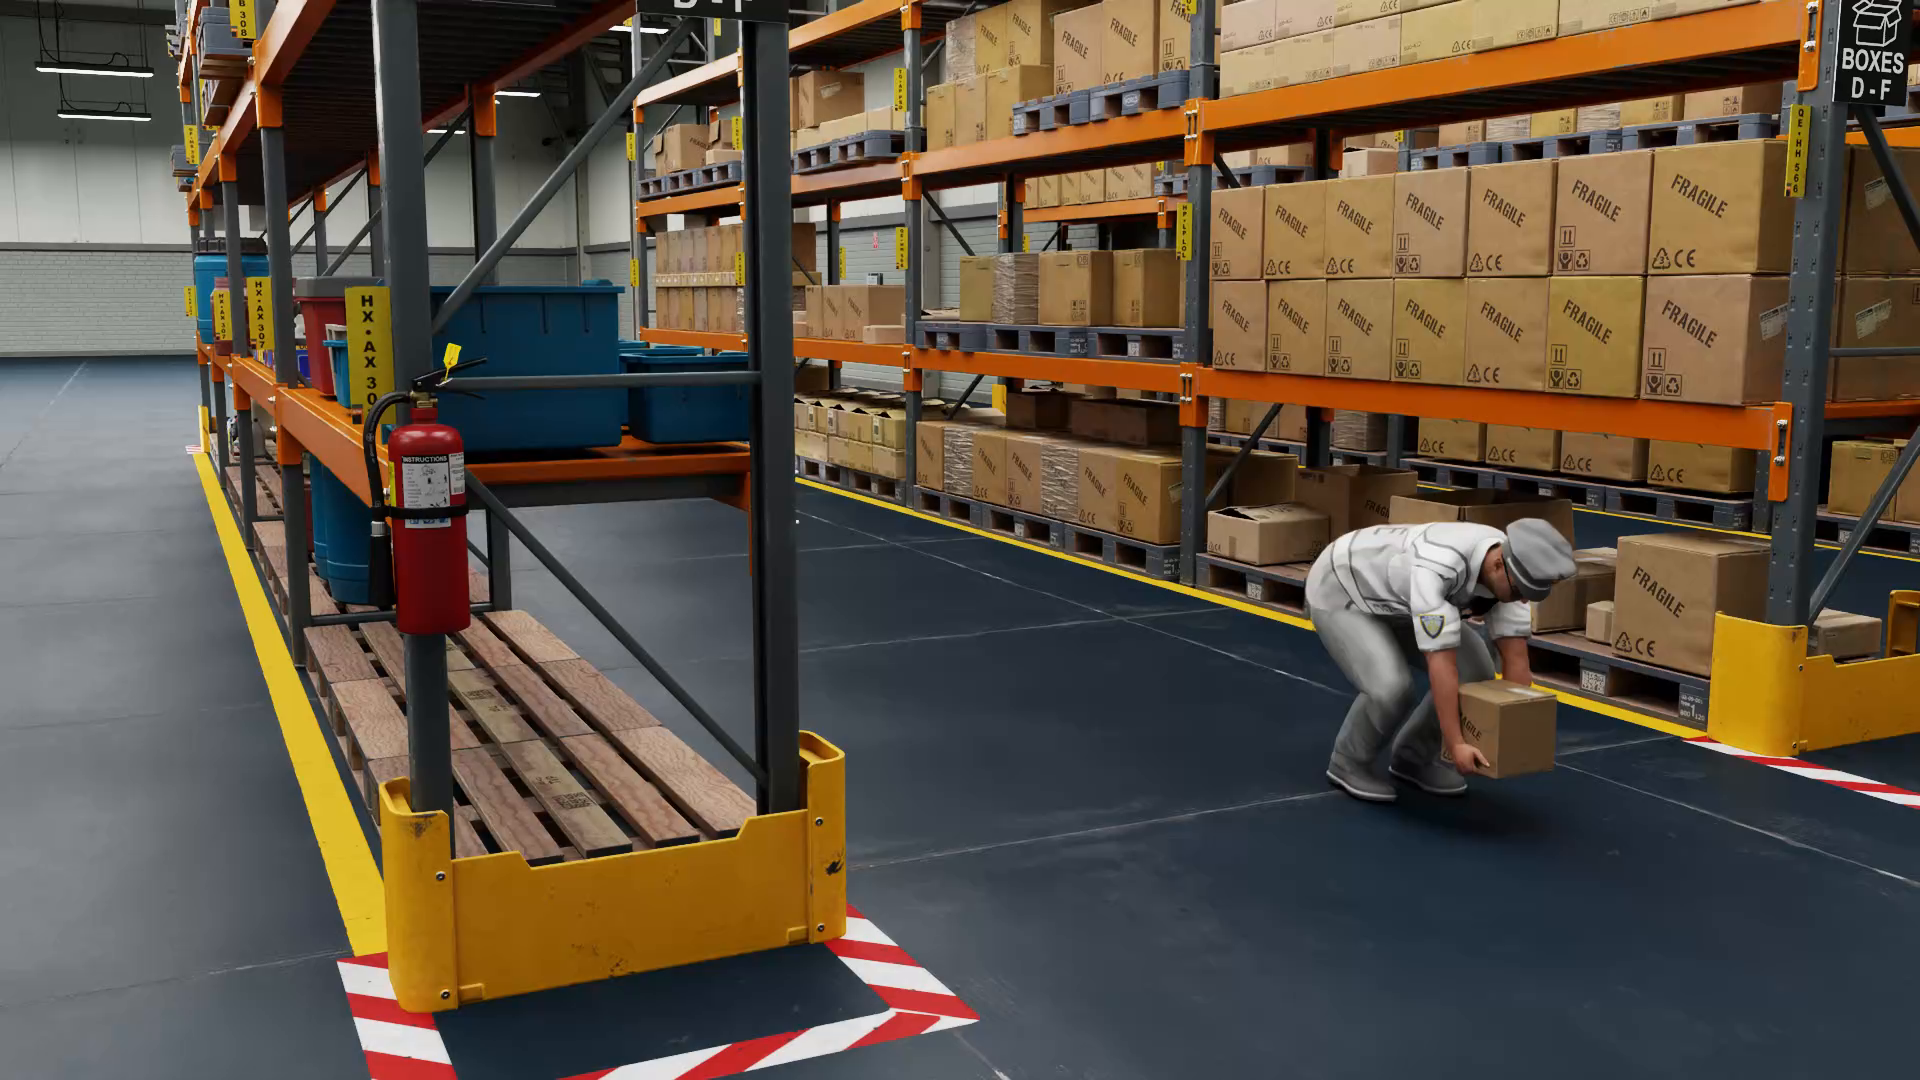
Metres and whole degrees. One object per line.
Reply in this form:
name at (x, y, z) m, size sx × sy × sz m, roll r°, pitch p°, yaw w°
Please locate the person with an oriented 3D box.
person at (1.612, 0.396, 5.658) m, size 0.529 × 1.021 × 1.019 m, roll -5°, pitch 10°, yaw -28°
